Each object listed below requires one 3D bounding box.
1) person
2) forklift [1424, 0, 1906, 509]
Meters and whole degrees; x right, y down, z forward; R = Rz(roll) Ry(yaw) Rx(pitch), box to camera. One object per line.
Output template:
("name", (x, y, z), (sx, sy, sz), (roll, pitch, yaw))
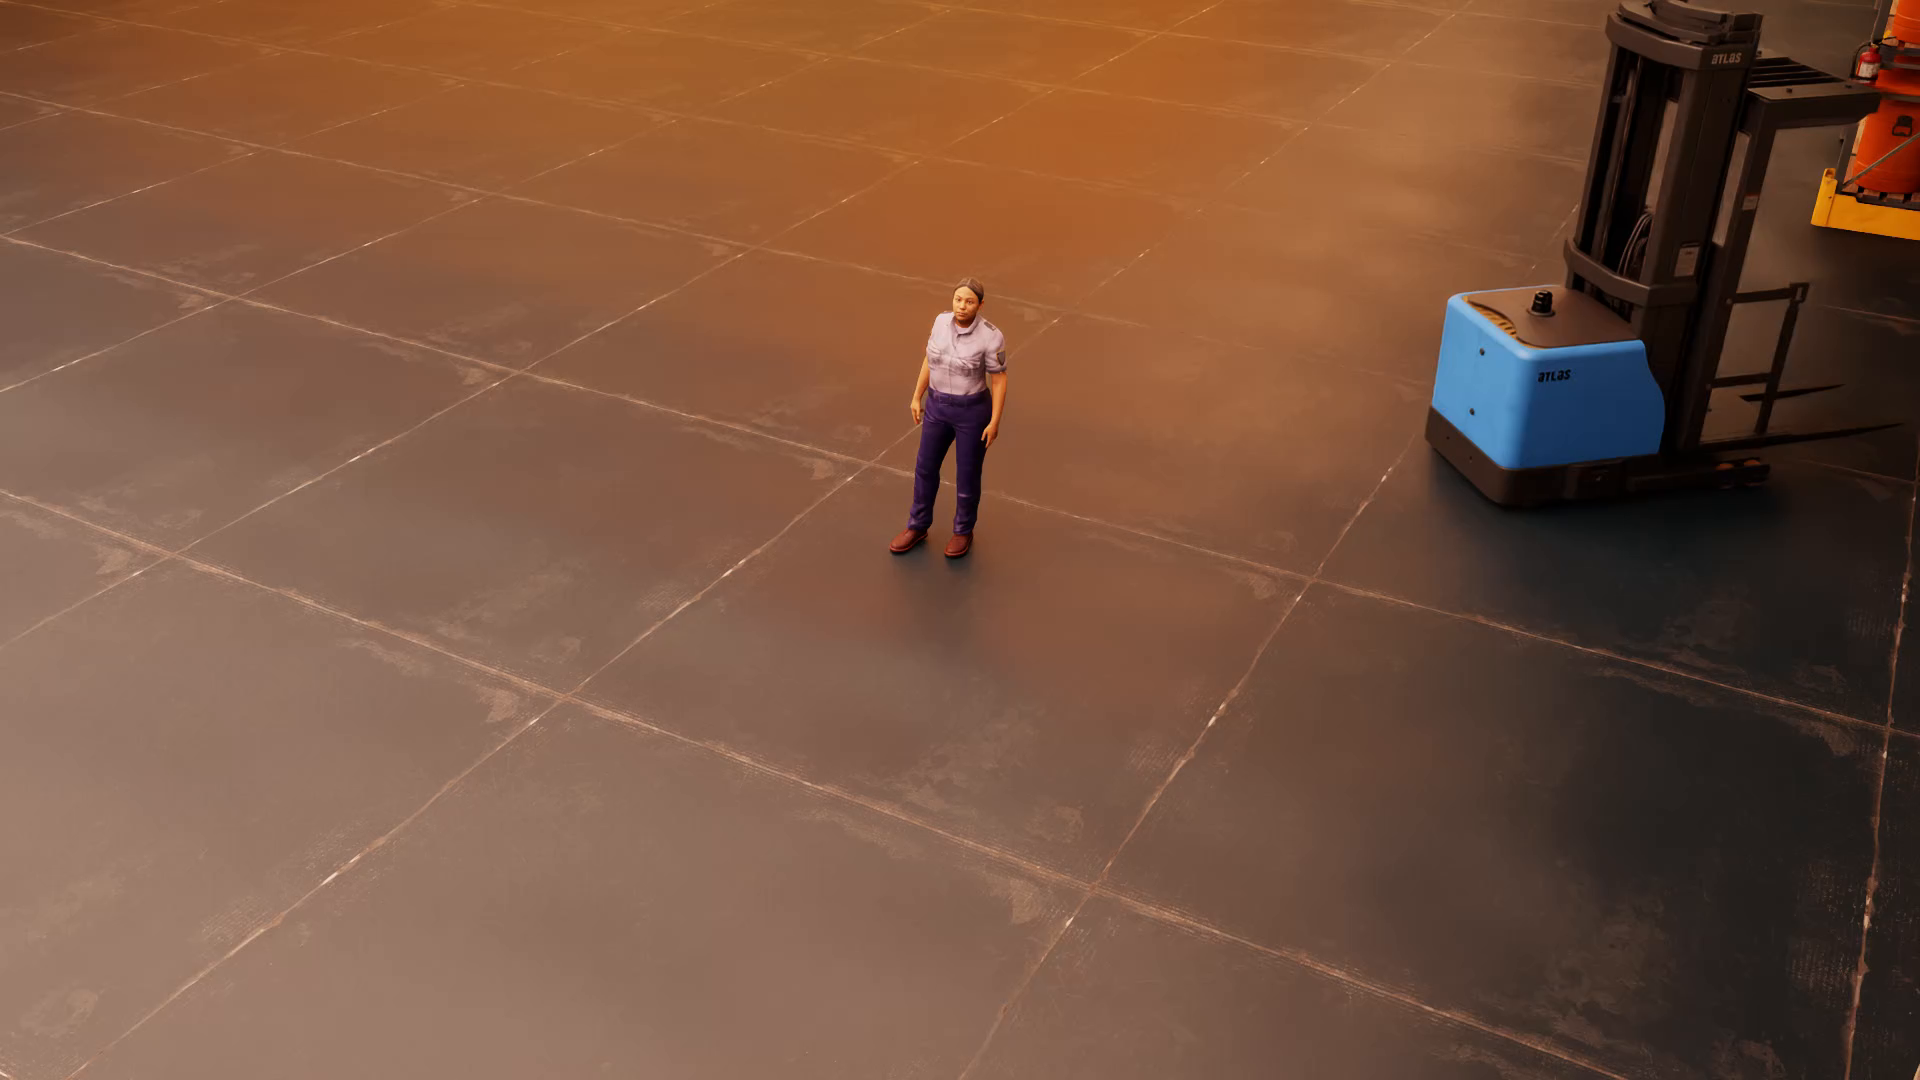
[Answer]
("person", (-0.063, -0.687, 9.529), (0.598, 1.651, 0.503), (15, 33, 25))
("forklift", (4.656, -1.840, 10.259), (3.031, 2.935, 1.130), (-7, 31, -11))
